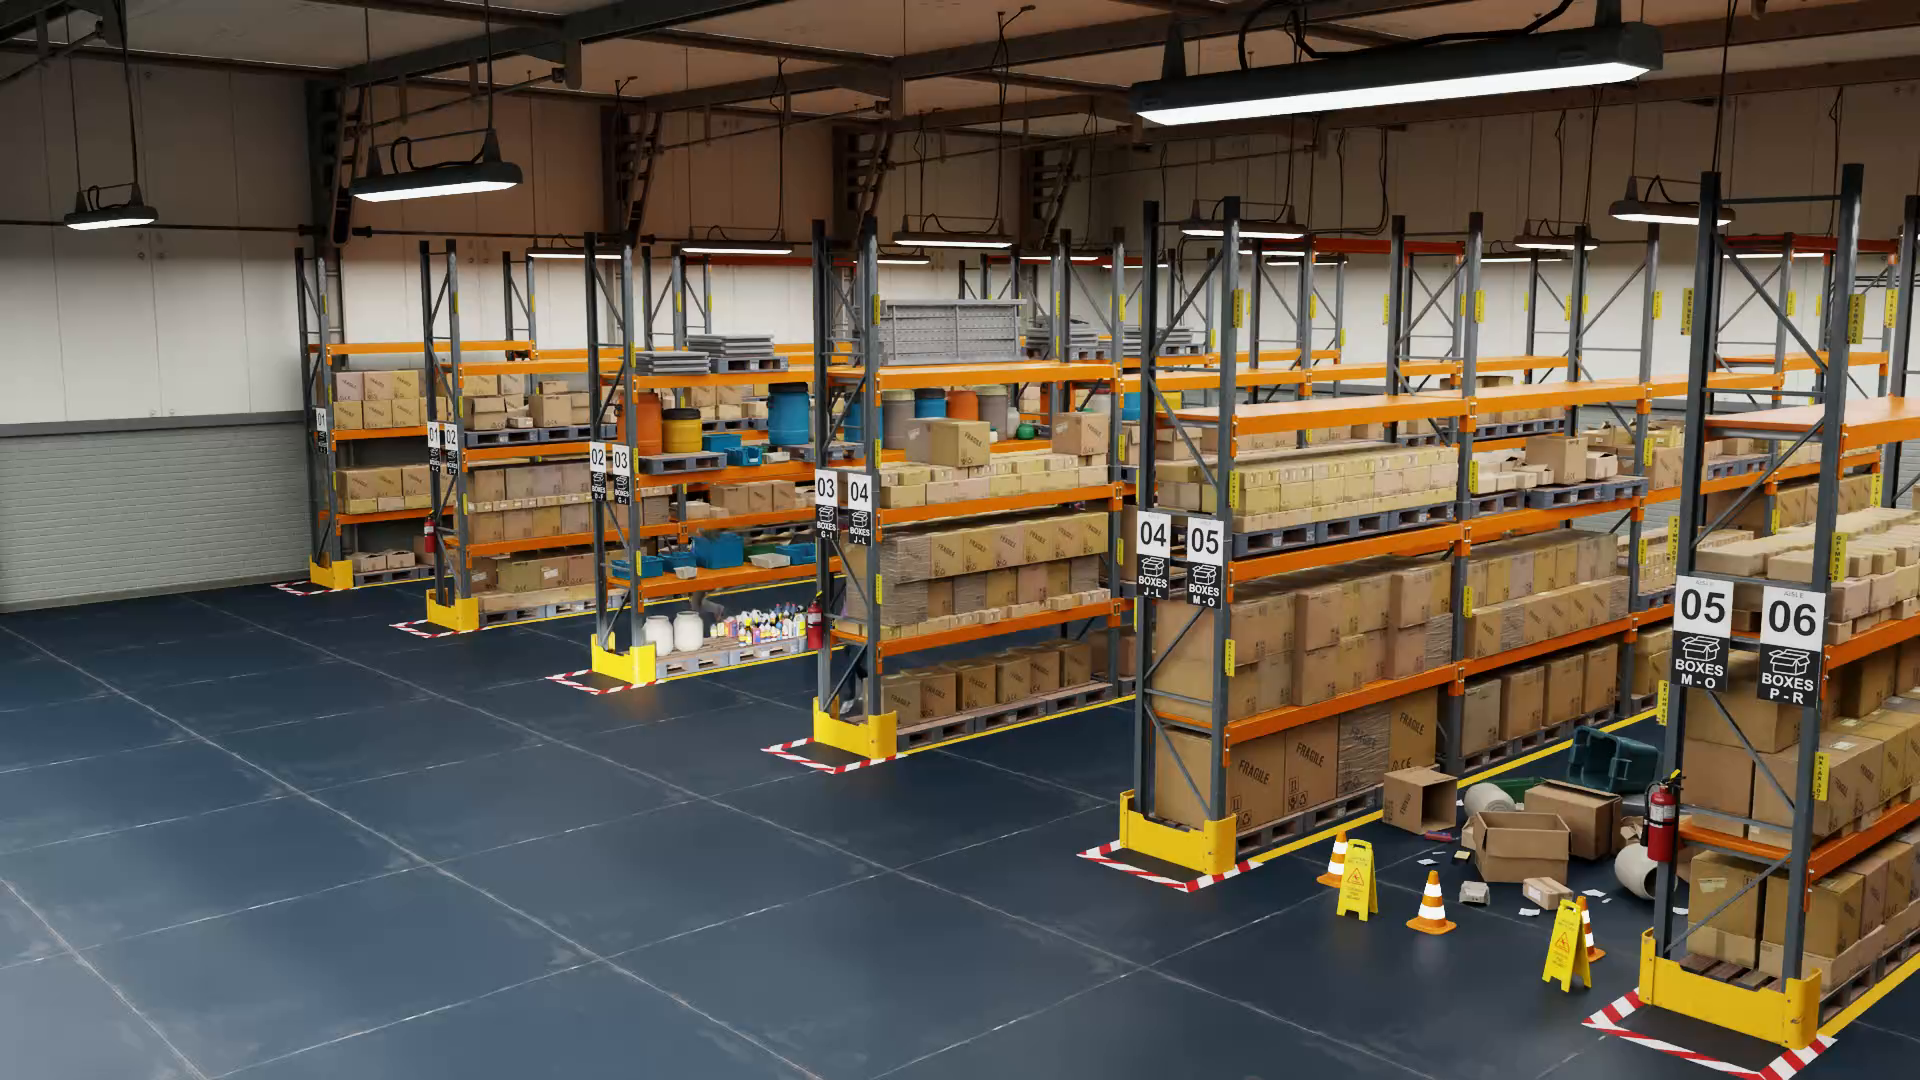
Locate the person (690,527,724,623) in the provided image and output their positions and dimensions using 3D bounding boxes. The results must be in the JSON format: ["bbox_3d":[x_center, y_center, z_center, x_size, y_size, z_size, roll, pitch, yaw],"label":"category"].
[{"bbox_3d":[-3.911,0.629,25.334,0.585,1.635,0.834,8,12,44],"label":"person"}]

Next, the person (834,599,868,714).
[{"bbox_3d":[-1.304,1.312,20.882,0.523,1.634,0.705,7,11,41],"label":"person"}]

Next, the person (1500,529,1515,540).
[{"bbox_3d":[8.356,0.606,25.554,0.660,1.690,0.574,-8,12,-44],"label":"person"}]
